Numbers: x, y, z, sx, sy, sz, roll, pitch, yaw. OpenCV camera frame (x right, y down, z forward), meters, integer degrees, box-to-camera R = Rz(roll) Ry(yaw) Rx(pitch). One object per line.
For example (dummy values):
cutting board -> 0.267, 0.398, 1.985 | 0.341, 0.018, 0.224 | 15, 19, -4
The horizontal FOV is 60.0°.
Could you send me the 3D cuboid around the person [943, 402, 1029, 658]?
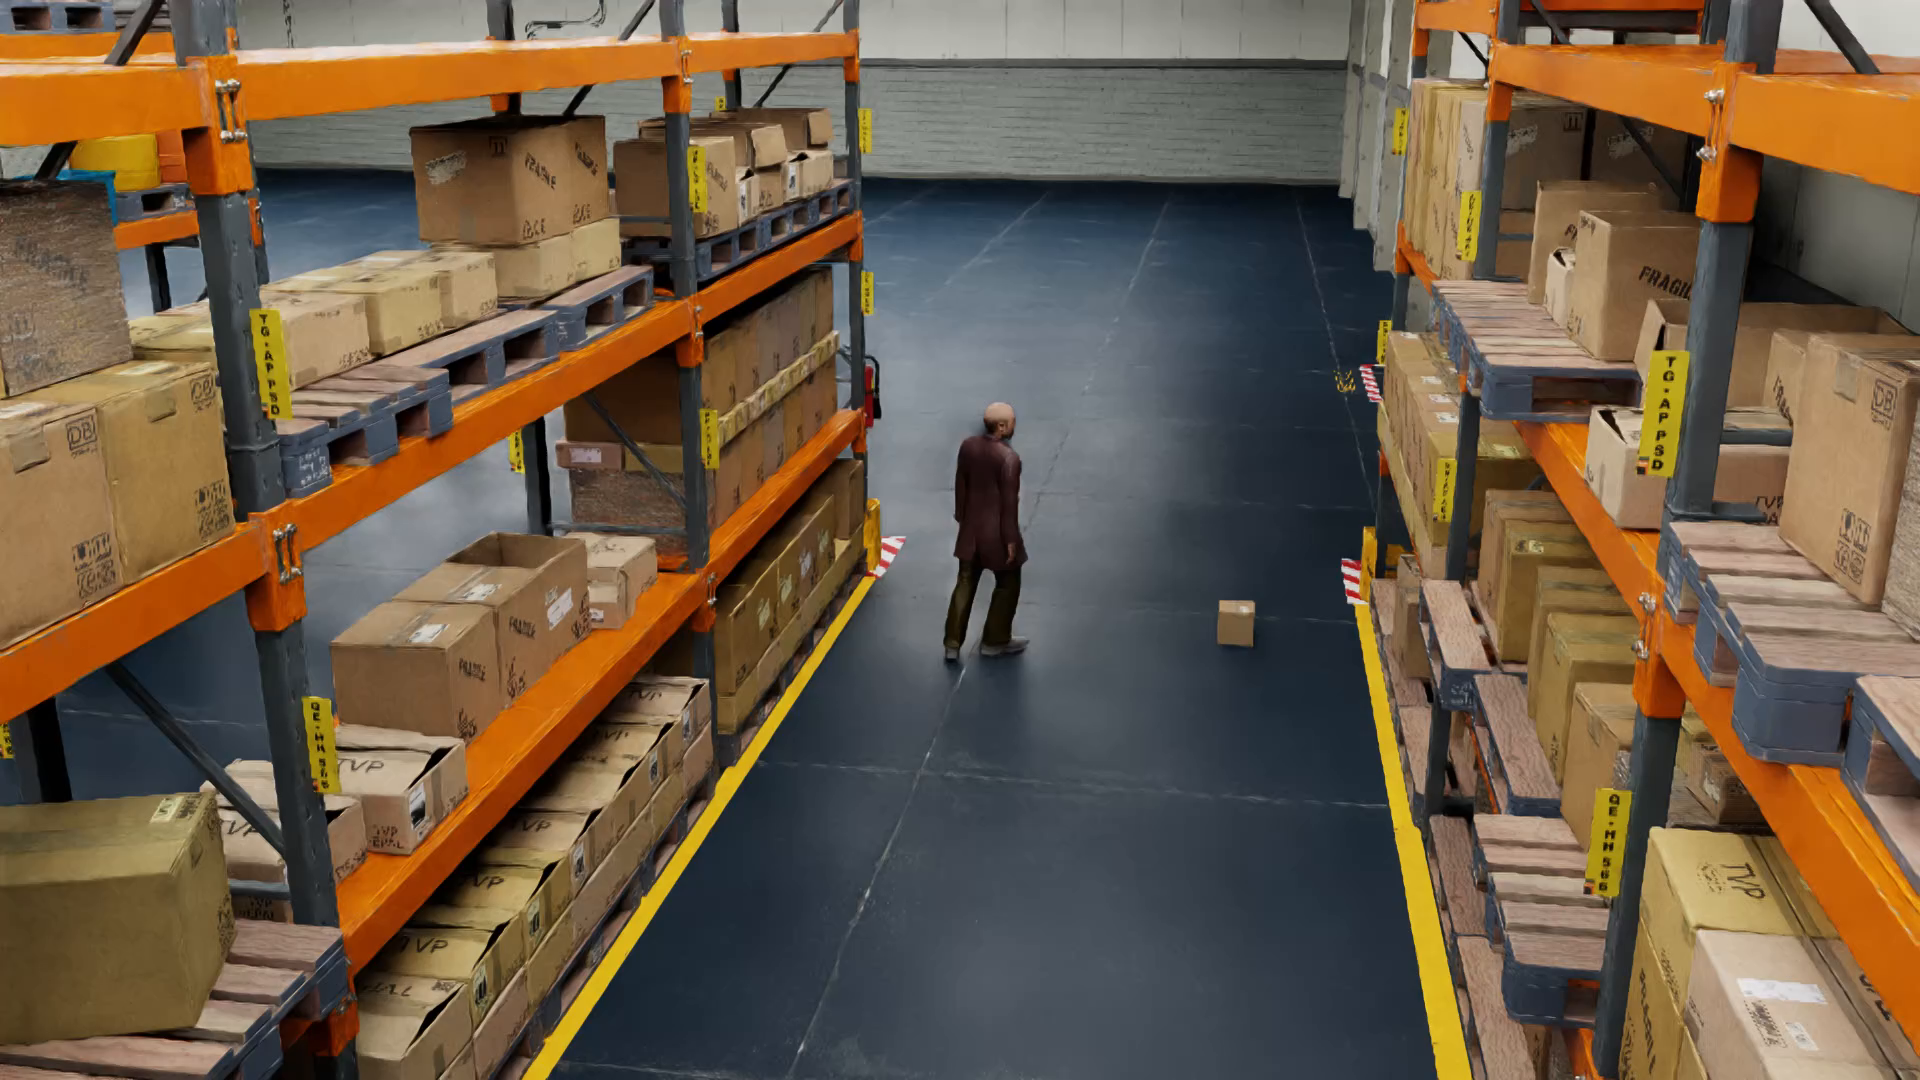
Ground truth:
person -> 0.166, -0.059, 11.265 | 0.608, 1.769, 0.641 | 16, 24, 41
